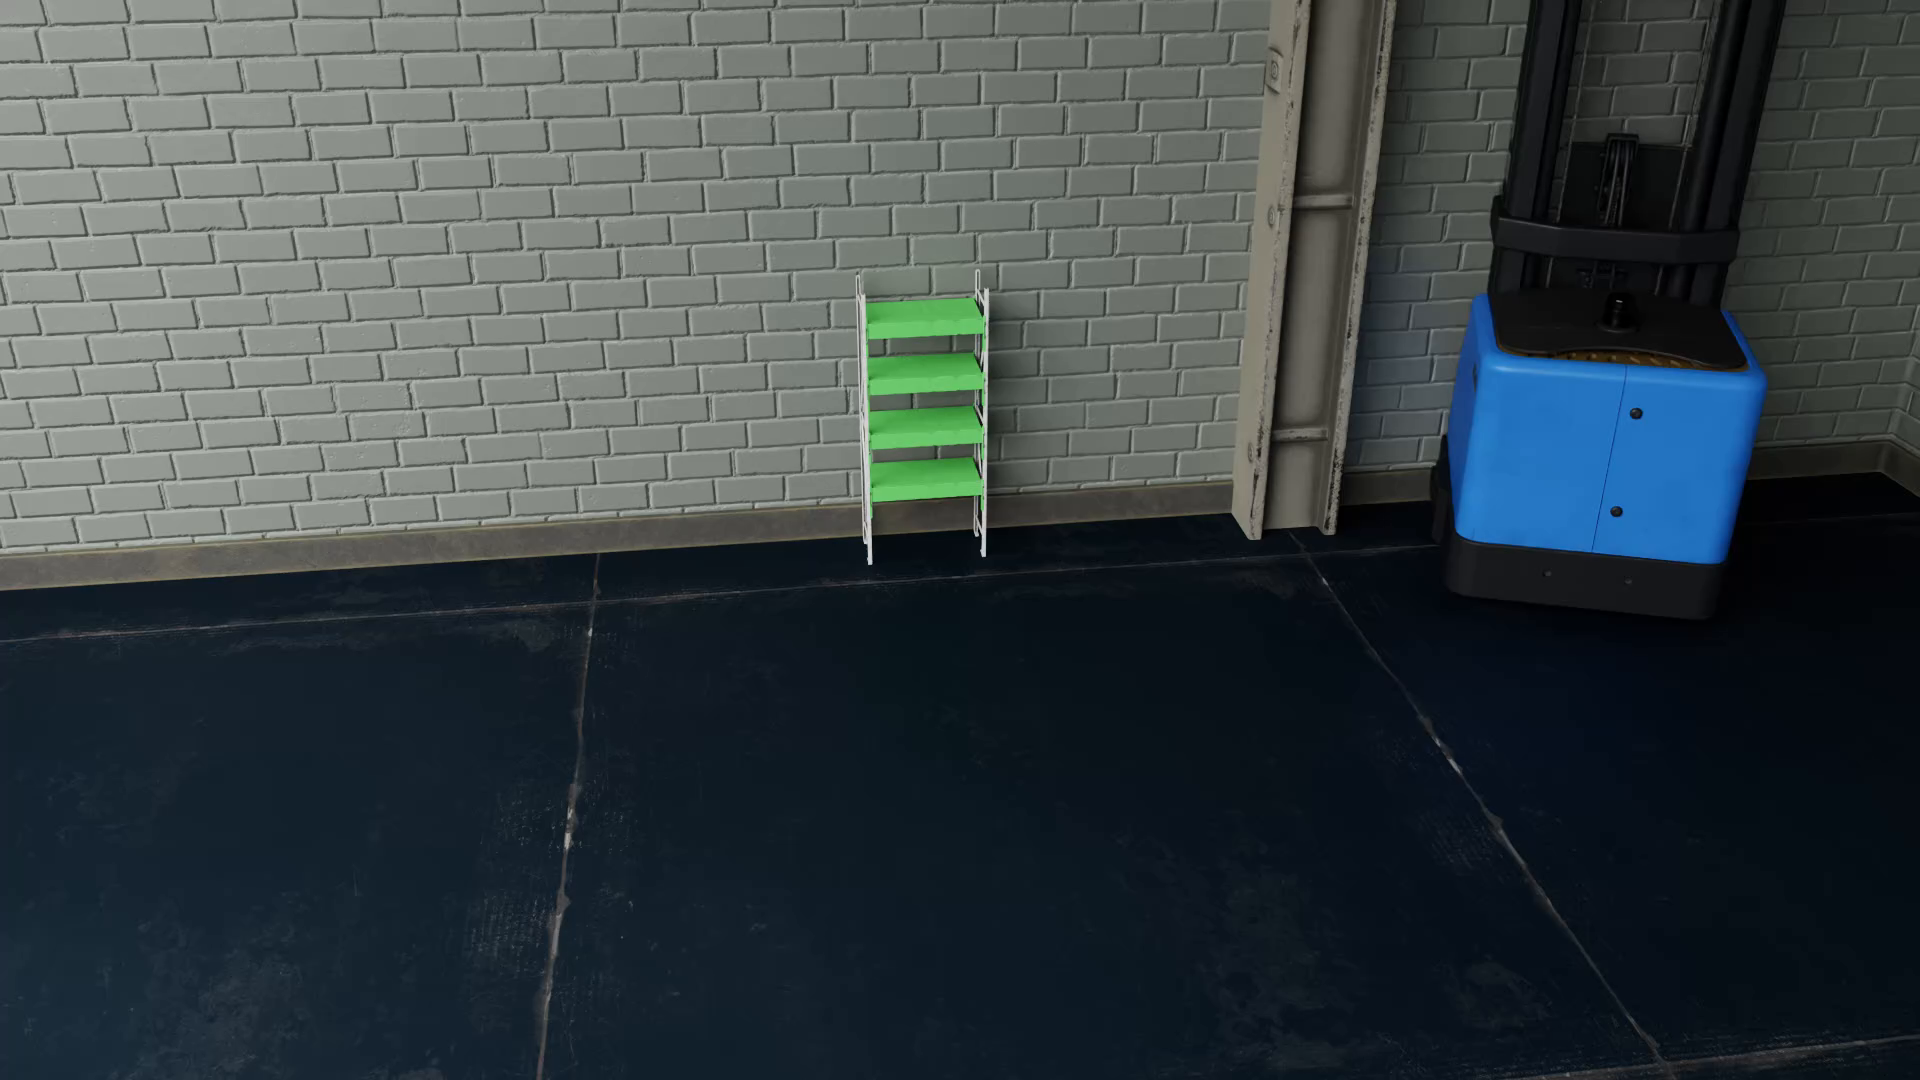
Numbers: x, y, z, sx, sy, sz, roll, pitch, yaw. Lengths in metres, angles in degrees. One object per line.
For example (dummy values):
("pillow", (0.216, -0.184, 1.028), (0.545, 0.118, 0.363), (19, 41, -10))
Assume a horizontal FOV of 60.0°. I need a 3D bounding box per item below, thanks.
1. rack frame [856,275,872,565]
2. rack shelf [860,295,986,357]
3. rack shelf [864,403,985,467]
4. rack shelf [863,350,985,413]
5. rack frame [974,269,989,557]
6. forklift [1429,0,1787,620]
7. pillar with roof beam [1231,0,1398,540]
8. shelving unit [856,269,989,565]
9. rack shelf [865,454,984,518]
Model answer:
("rack frame", (-0.395, -0.480, 6.866), (0.015, 1.200, 0.240), (-4, 28, -8))
("rack shelf", (-0.153, -0.863, 6.702), (0.480, 0.148, 0.258), (-4, 28, -8))
("rack shelf", (-0.154, -0.441, 6.929), (0.480, 0.148, 0.258), (-4, 28, -8))
("rack shelf", (-0.154, -0.652, 6.815), (0.480, 0.148, 0.258), (-4, 28, -8))
("rack frame", (0.087, -0.513, 6.931), (0.015, 1.200, 0.240), (-4, 28, -8))
("forklift", (2.788, -1.644, 7.243), (1.130, 2.935, 3.031), (6, 28, 11))
("pillar with roof beam", (2.036, -2.140, 1.564), (0.400, 9.000, 9.100), (-4, 27, -7))
("shelving unit", (-0.154, -0.497, 6.898), (0.503, 1.200, 0.258), (-4, 28, -8))
("rack shelf", (-0.155, -0.229, 7.042), (0.480, 0.148, 0.258), (-4, 28, -8))
